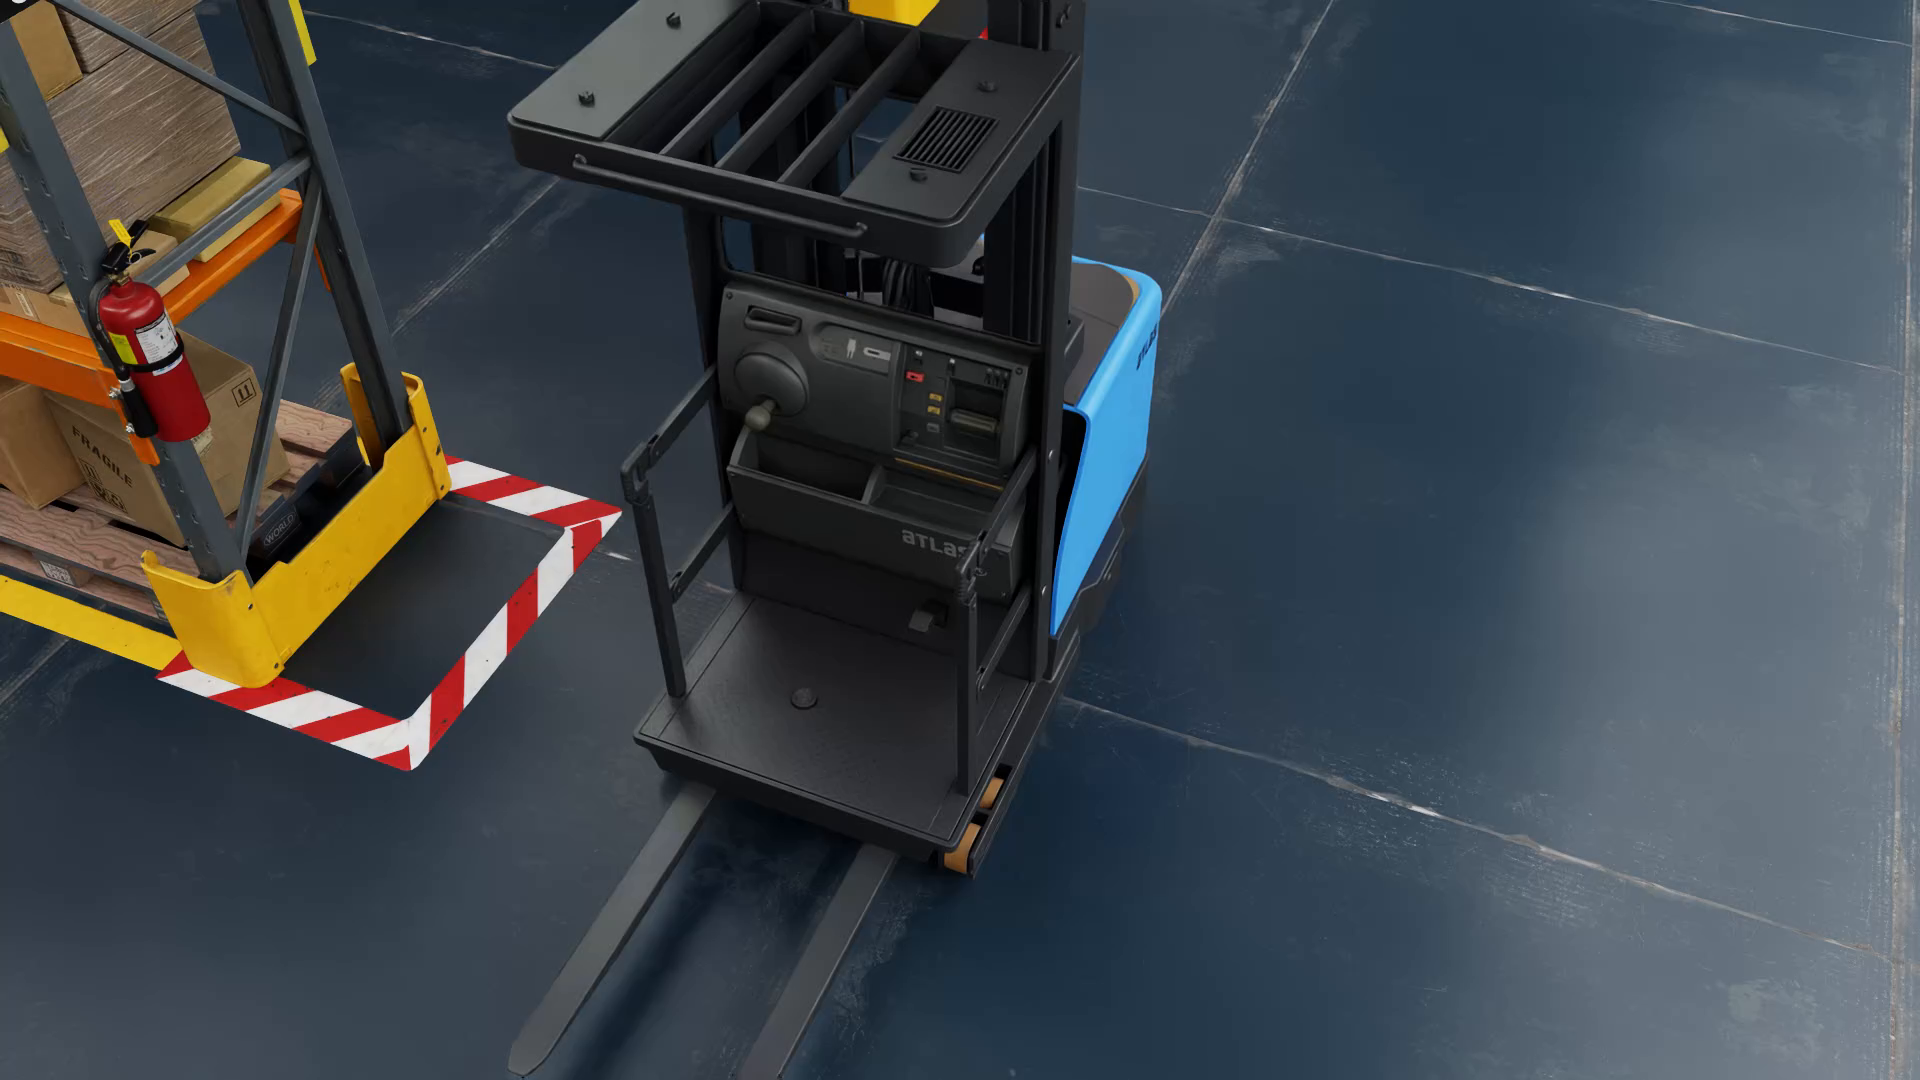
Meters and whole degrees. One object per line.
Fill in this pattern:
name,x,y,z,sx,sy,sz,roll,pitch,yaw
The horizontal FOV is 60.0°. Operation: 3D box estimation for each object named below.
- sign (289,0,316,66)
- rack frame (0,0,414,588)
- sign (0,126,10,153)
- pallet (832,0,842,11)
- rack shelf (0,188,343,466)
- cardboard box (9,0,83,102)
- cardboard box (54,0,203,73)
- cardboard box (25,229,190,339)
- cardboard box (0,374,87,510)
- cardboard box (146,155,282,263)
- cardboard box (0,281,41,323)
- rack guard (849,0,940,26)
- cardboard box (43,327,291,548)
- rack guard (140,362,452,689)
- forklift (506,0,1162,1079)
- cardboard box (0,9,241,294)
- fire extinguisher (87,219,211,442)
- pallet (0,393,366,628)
sign,-2.060,-1.603,5.121,0.005,0.325,0.100,16,47,16
rack frame,-2.269,-0.943,5.071,0.127,3.000,1.000,16,47,16
sign,-2.501,-1.110,4.194,0.005,0.325,0.100,16,47,16
pallet,-1.034,-3.322,9.439,1.213,0.211,1.003,16,47,16
rack shelf,-4.115,-1.231,5.871,4.000,0.370,1.077,16,47,16
cardboard box,-2.872,-1.427,4.567,0.500,0.500,0.500,16,47,16
cardboard box,-2.671,-1.765,4.907,0.500,0.500,0.500,16,47,16
cardboard box,-2.611,-0.797,5.103,0.250,0.149,0.380,16,47,16
cardboard box,-3.404,-0.526,6.127,0.500,0.500,0.500,29,52,26
cardboard box,-2.440,-1.087,5.394,0.250,0.149,0.380,16,47,16
cardboard box,-2.842,-0.865,5.171,0.250,0.149,0.380,16,47,16
rack guard,-0.244,-3.252,9.164,0.348,0.500,1.175,16,47,16
cardboard box,-2.839,-0.386,5.986,0.500,0.500,0.500,25,50,23
rack guard,-2.339,-0.078,5.974,0.348,0.500,1.175,16,47,16
forklift,-0.336,-0.345,4.518,1.130,2.935,3.031,16,47,16
cardboard box,-2.766,-1.251,5.099,0.500,0.500,0.875,16,47,16
fire extinguisher,-2.341,-0.585,4.766,0.183,0.674,0.296,16,47,16
pallet,-3.075,-0.219,6.320,1.213,0.211,1.003,16,47,16
